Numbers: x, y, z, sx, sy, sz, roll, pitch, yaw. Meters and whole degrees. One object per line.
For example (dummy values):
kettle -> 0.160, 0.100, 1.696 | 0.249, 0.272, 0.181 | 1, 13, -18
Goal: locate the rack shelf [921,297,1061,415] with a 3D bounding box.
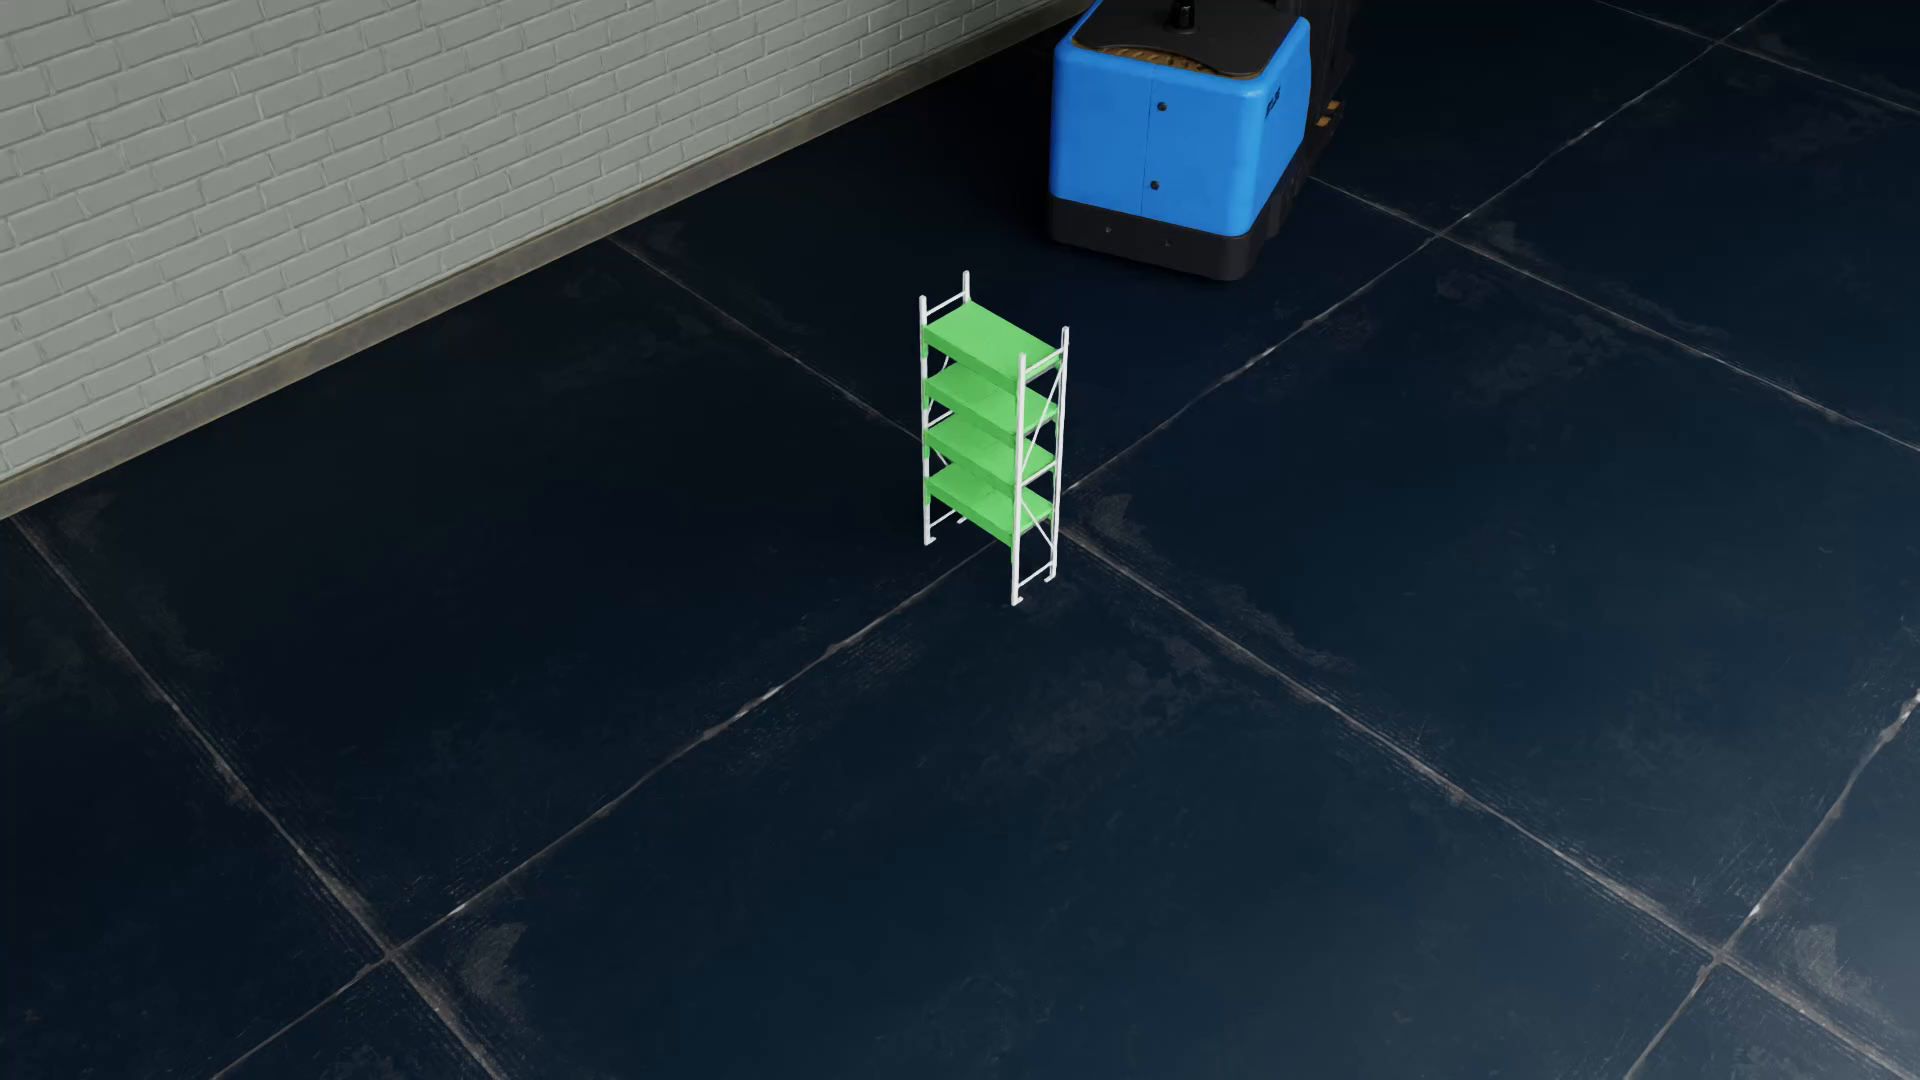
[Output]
rack shelf -> 0.117, -0.667, 5.974 | 0.258, 0.148, 0.480 | -34, 53, -31

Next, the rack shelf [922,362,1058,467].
rack shelf -> 0.117, -0.490, 6.137 | 0.258, 0.148, 0.480 | -34, 53, -31

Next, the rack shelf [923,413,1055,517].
rack shelf -> 0.117, -0.314, 6.300 | 0.258, 0.148, 0.480 | -34, 53, -31

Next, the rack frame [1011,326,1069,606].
rack frame -> 0.289, -0.244, 6.130 | 0.240, 1.200, 0.015 | -34, 53, -31

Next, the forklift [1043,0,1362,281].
forklift -> 1.477, -3.327, 8.191 | 1.130, 2.935, 3.031 | 17, 45, 17

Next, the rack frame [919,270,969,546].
rack frame -> -0.055, -0.478, 6.384 | 0.240, 1.200, 0.015 | -34, 53, -31

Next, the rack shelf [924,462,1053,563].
rack shelf -> 0.117, -0.138, 6.463 | 0.258, 0.148, 0.480 | -34, 53, -31

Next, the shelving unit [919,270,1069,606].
shelving unit -> 0.117, -0.361, 6.257 | 0.258, 1.200, 0.503 | -34, 53, -31
